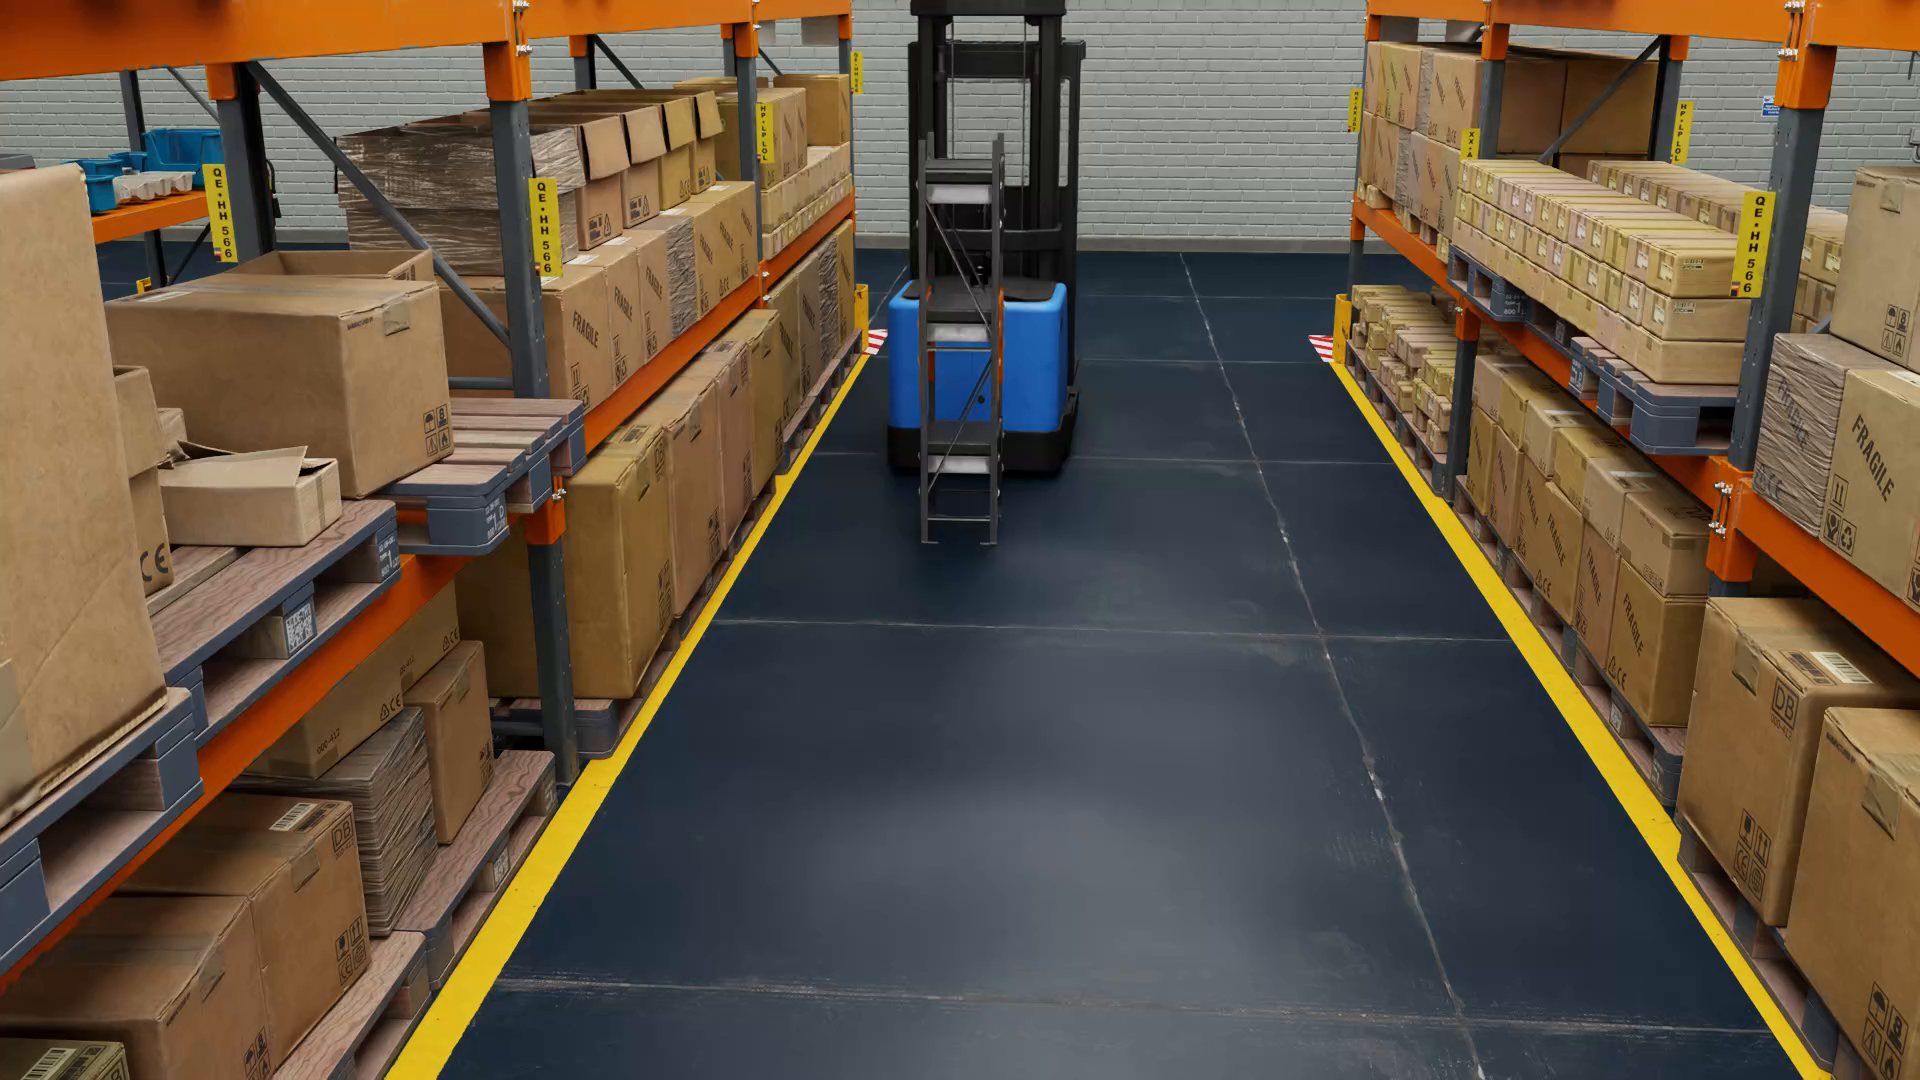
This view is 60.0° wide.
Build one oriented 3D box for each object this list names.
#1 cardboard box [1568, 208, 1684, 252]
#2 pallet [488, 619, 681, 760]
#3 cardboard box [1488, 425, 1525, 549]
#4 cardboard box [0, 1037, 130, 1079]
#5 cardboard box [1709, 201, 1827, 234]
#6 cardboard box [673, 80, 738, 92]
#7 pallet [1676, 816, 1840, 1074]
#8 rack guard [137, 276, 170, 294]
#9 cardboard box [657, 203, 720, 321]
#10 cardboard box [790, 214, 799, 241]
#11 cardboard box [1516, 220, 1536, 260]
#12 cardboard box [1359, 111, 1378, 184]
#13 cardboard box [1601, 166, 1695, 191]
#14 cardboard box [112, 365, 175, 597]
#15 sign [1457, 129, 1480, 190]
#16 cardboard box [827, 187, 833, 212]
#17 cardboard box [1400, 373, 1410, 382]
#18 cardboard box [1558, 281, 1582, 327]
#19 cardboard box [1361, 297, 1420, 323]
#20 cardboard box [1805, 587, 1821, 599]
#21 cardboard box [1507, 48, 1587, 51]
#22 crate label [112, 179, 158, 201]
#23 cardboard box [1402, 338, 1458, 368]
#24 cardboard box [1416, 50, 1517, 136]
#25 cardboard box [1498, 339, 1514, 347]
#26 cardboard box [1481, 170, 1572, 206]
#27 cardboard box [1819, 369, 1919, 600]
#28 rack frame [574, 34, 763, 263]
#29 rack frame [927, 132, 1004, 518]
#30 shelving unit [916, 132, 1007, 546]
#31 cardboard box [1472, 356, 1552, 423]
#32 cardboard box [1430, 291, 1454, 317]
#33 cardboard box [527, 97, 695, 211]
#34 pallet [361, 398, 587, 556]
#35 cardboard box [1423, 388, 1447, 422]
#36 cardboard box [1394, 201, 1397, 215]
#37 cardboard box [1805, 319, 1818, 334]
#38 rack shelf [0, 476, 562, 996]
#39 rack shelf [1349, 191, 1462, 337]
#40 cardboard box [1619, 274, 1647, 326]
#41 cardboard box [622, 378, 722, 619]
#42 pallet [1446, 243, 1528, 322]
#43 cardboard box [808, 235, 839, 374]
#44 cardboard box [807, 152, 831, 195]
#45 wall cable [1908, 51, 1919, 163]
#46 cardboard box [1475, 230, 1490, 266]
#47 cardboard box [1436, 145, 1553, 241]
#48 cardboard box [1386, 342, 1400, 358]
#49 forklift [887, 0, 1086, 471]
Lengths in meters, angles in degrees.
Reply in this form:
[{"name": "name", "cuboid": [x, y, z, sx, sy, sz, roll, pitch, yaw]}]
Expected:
[{"name": "cardboard box", "cuboid": [2.668, -1.239, 6.659, 0.380, 0.149, 0.250, 1, 18, 4]}, {"name": "pallet", "cuboid": [-1.796, 0.544, 6.925, 1.003, 0.211, 1.213, 1, 18, 4]}, {"name": "cardboard box", "cuboid": [2.945, -0.262, 8.246, 0.500, 0.500, 0.500, 2, 18, 6]}, {"name": "cardboard box", "cuboid": [-2.096, 1.345, 3.309, 0.700, 0.500, 0.500, 1, 18, 4]}, {"name": "cardboard box", "cuboid": [3.331, -1.306, 6.866, 0.380, 0.149, 0.250, 2, 18, 6]}, {"name": "cardboard box", "cuboid": [-1.725, -2.990, 11.789, 0.500, 0.500, 0.500, 1, 18, 2]}, {"name": "pallet", "cuboid": [2.880, 1.172, 5.007, 1.003, 0.211, 1.213, 1, 18, 4]}, {"name": "rack guard", "cuboid": [-6.306, -1.953, 14.081, 1.175, 0.500, 0.348, 1, 18, 4]}, {"name": "cardboard box", "cuboid": [-1.475, -1.361, 8.098, 0.500, 0.500, 0.500, 1, 18, 3]}, {"name": "cardboard box", "cuboid": [-1.234, -1.991, 10.585, 0.380, 0.149, 0.250, 1, 18, 2]}, {"name": "cardboard box", "cuboid": [2.723, -1.340, 7.447, 0.380, 0.149, 0.250, 1, 18, 3]}, {"name": "cardboard box", "cuboid": [3.278, -2.936, 12.429, 0.500, 0.500, 0.500, 2, 18, 7]}, {"name": "cardboard box", "cuboid": [3.446, -1.789, 8.338, 0.380, 0.149, 0.250, 1, 18, 2]}, {"name": "cardboard box", "cuboid": [-2.183, -0.085, 3.525, 0.797, 0.503, 0.637, 3, 18, 10]}, {"name": "sign", "cuboid": [2.757, -2.060, 9.001, 0.100, 0.325, 0.005, 1, 18, 4]}, {"name": "cardboard box", "cuboid": [-1.123, -2.468, 12.042, 0.380, 0.149, 0.250, 1, 18, 3]}, {"name": "cardboard box", "cuboid": [3.147, -1.014, 11.103, 0.380, 0.149, 0.250, 2, 18, 5]}, {"name": "cardboard box", "cuboid": [2.666, -0.958, 6.757, 0.380, 0.149, 0.250, 0, 18, 1]}, {"name": "cardboard box", "cuboid": [3.163, -1.689, 12.210, 0.380, 0.149, 0.250, 1, 18, 4]}, {"name": "cardboard box", "cuboid": [3.303, 0.027, 6.159, 0.500, 0.250, 0.500, 0, 18, 1]}, {"name": "cardboard box", "cuboid": [3.701, -2.914, 10.754, 0.500, 0.500, 0.500, 1, 18, 2]}, {"name": "crate label", "cuboid": [-6.203, -2.603, 12.376, 0.396, 0.136, 0.243, 1, 18, 4]}, {"name": "cardboard box", "cuboid": [3.078, -1.205, 10.732, 0.380, 0.149, 0.250, 0, 18, 1]}, {"name": "cardboard box", "cuboid": [3.145, -2.774, 10.327, 0.500, 0.500, 0.500, 2, 18, 5]}, {"name": "cardboard box", "cuboid": [3.674, -1.191, 10.689, 0.380, 0.149, 0.250, 2, 18, 5]}, {"name": "cardboard box", "cuboid": [2.777, -1.723, 8.138, 0.380, 0.149, 0.250, 1, 18, 4]}, {"name": "cardboard box", "cuboid": [2.677, -0.152, 4.410, 0.500, 0.500, 0.500, 1, 18, 3]}, {"name": "rack frame", "cuboid": [-1.641, -1.781, 9.540, 1.000, 3.000, 0.127, 1, 18, 4]}, {"name": "rack frame", "cuboid": [0.029, -1.125, 8.984, 0.400, 2.100, 0.015, 1, 18, 4]}, {"name": "shelving unit", "cuboid": [0.012, -1.049, 8.753, 0.431, 2.100, 0.503, 1, 18, 4]}, {"name": "cardboard box", "cuboid": [2.982, -0.783, 8.631, 0.500, 0.250, 0.500, 0, 18, 1]}, {"name": "cardboard box", "cuboid": [3.725, -1.761, 12.430, 0.380, 0.149, 0.250, 2, 18, 5]}, {"name": "cardboard box", "cuboid": [-1.739, -1.893, 8.112, 0.797, 0.503, 0.637, 1, 18, 5]}, {"name": "pallet", "cuboid": [-1.873, -0.223, 5.095, 1.213, 0.211, 1.003, 1, 18, 4]}, {"name": "cardboard box", "cuboid": [3.011, -0.814, 10.016, 0.380, 0.149, 0.250, 0, 18, 1]}, {"name": "cardboard box", "cuboid": [3.260, -2.338, 11.646, 0.380, 0.149, 0.250, 1, 18, 3]}, {"name": "cardboard box", "cuboid": [3.265, -0.694, 5.953, 0.380, 0.149, 0.250, 2, 18, 7]}, {"name": "rack shelf", "cuboid": [-2.071, 0.425, 3.965, 1.077, 0.370, 4.000, 1, 18, 4]}, {"name": "rack shelf", "cuboid": [3.442, -1.918, 11.114, 1.077, 0.370, 4.000, 1, 18, 4]}, {"name": "cardboard box", "cuboid": [2.611, -0.864, 5.994, 0.380, 0.149, 0.250, 2, 18, 6]}, {"name": "cardboard box", "cuboid": [-1.786, -0.219, 7.511, 1.225, 0.875, 0.875, 1, 18, 4]}, {"name": "pallet", "cuboid": [3.099, -1.313, 8.421, 1.003, 0.211, 1.213, 1, 18, 4]}, {"name": "cardboard box", "cuboid": [-1.386, -1.730, 12.122, 0.875, 0.875, 0.875, 1, 18, 4]}, {"name": "cardboard box", "cuboid": [-1.198, -2.621, 11.867, 0.500, 0.250, 0.500, 1, 18, 2]}, {"name": "wall cable", "cuboid": [10.326, -5.008, 17.758, 0.588, 1.984, 0.122, 1, 18, 4]}, {"name": "cardboard box", "cuboid": [2.776, -1.443, 8.238, 0.380, 0.149, 0.250, 1, 18, 4]}, {"name": "cardboard box", "cuboid": [3.052, -1.984, 9.522, 0.500, 0.500, 0.500, 1, 18, 4]}, {"name": "cardboard box", "cuboid": [3.236, -1.386, 11.763, 0.380, 0.149, 0.250, 0, 18, 1]}, {"name": "forklift", "cuboid": [0.245, -2.219, 10.987, 1.130, 2.935, 3.031, 2, 18, 6]}]
